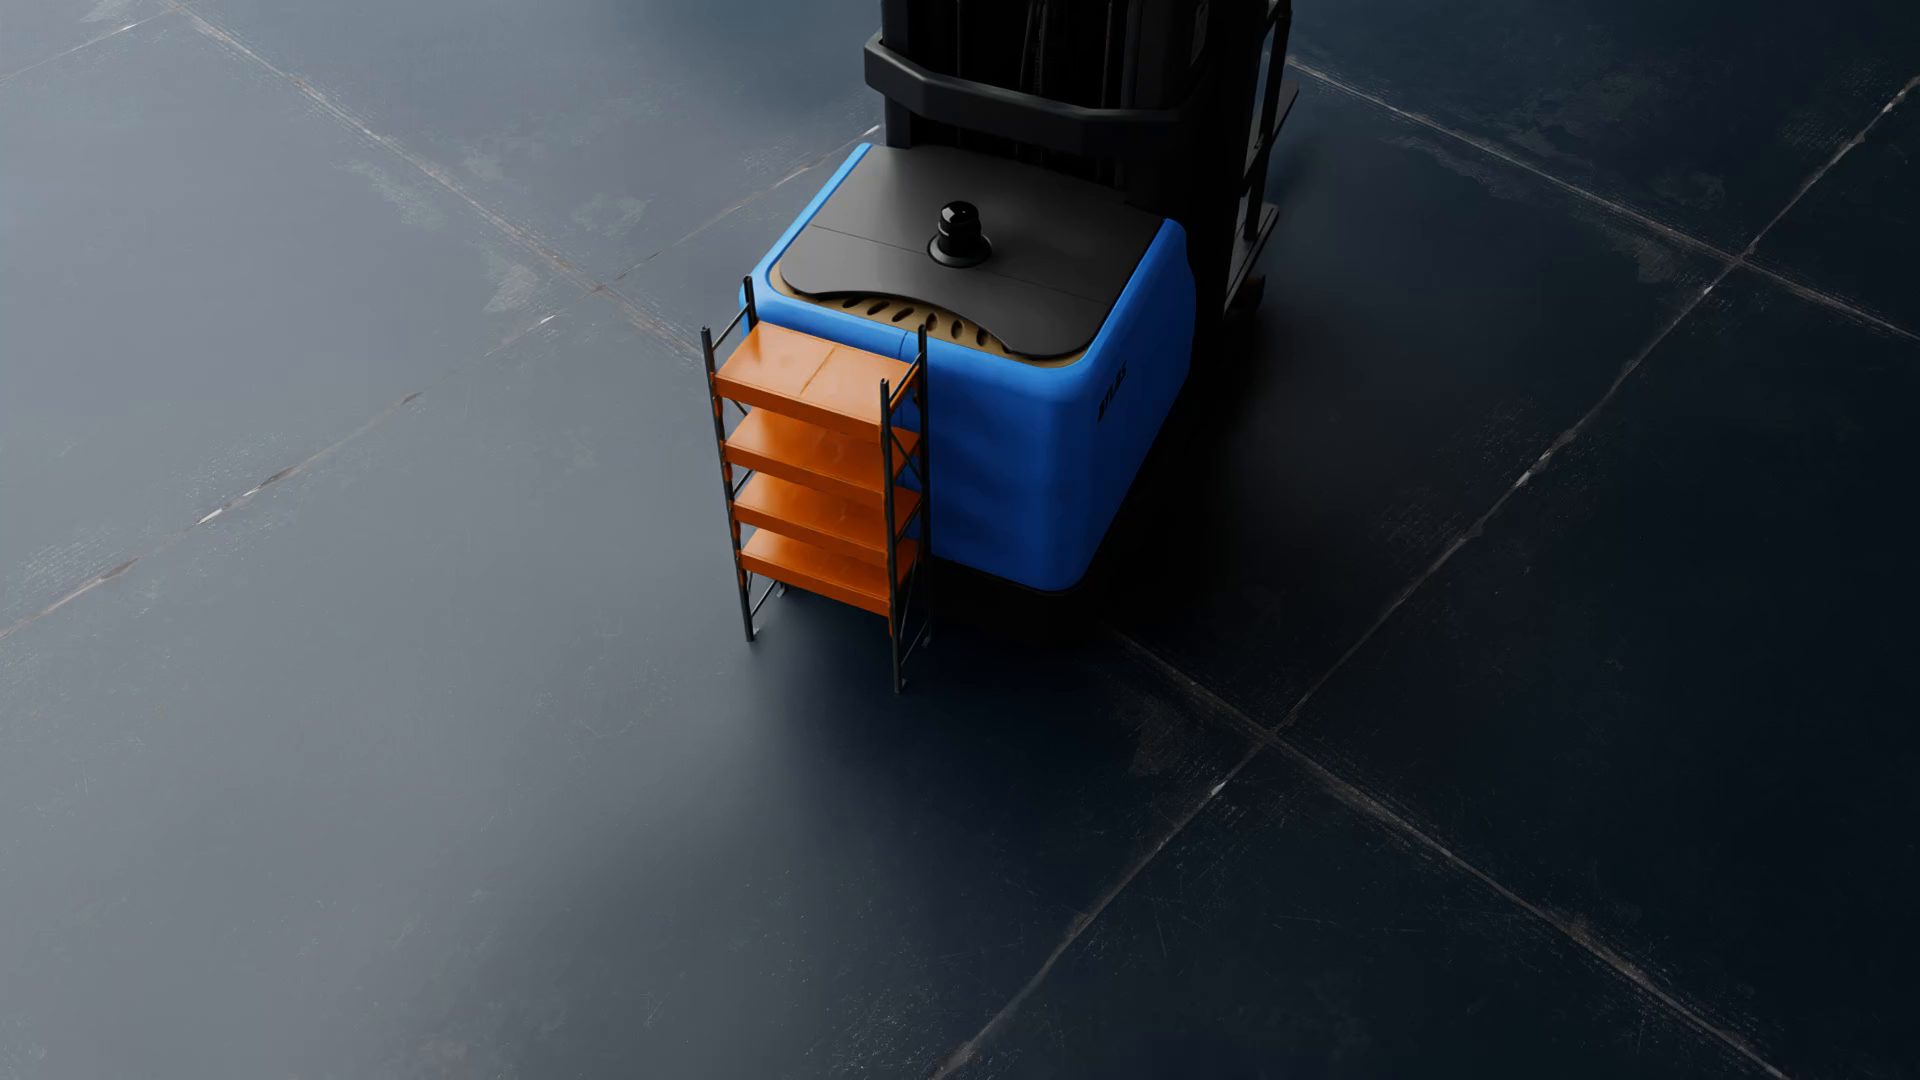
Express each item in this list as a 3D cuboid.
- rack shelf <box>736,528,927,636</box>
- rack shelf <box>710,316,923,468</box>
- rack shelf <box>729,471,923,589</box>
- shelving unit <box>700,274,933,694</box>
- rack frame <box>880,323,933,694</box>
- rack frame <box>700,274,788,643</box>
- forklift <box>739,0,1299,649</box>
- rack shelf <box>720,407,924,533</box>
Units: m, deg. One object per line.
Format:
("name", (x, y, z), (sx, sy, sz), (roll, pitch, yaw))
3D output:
("rack shelf", (-0.360, 0.067, 4.728), (0.480, 0.148, 0.258), (18, 49, 16))
("rack shelf", (-0.360, -0.383, 4.247), (0.480, 0.148, 0.258), (18, 49, 16))
("rack shelf", (-0.360, -0.069, 4.583), (0.480, 0.148, 0.258), (18, 49, 16))
("shelving unit", (-0.360, -0.114, 4.534), (0.503, 1.200, 0.258), (18, 49, 16))
("rack frame", (-0.136, -0.044, 4.467), (0.015, 1.200, 0.240), (18, 49, 16))
("rack frame", (-0.584, -0.185, 4.601), (0.015, 1.200, 0.240), (18, 49, 16))
("forklift", (0.444, -1.774, 4.906), (1.130, 2.935, 3.031), (18, 49, 16))
("rack shelf", (-0.360, -0.221, 4.420), (0.480, 0.148, 0.258), (18, 49, 16))
